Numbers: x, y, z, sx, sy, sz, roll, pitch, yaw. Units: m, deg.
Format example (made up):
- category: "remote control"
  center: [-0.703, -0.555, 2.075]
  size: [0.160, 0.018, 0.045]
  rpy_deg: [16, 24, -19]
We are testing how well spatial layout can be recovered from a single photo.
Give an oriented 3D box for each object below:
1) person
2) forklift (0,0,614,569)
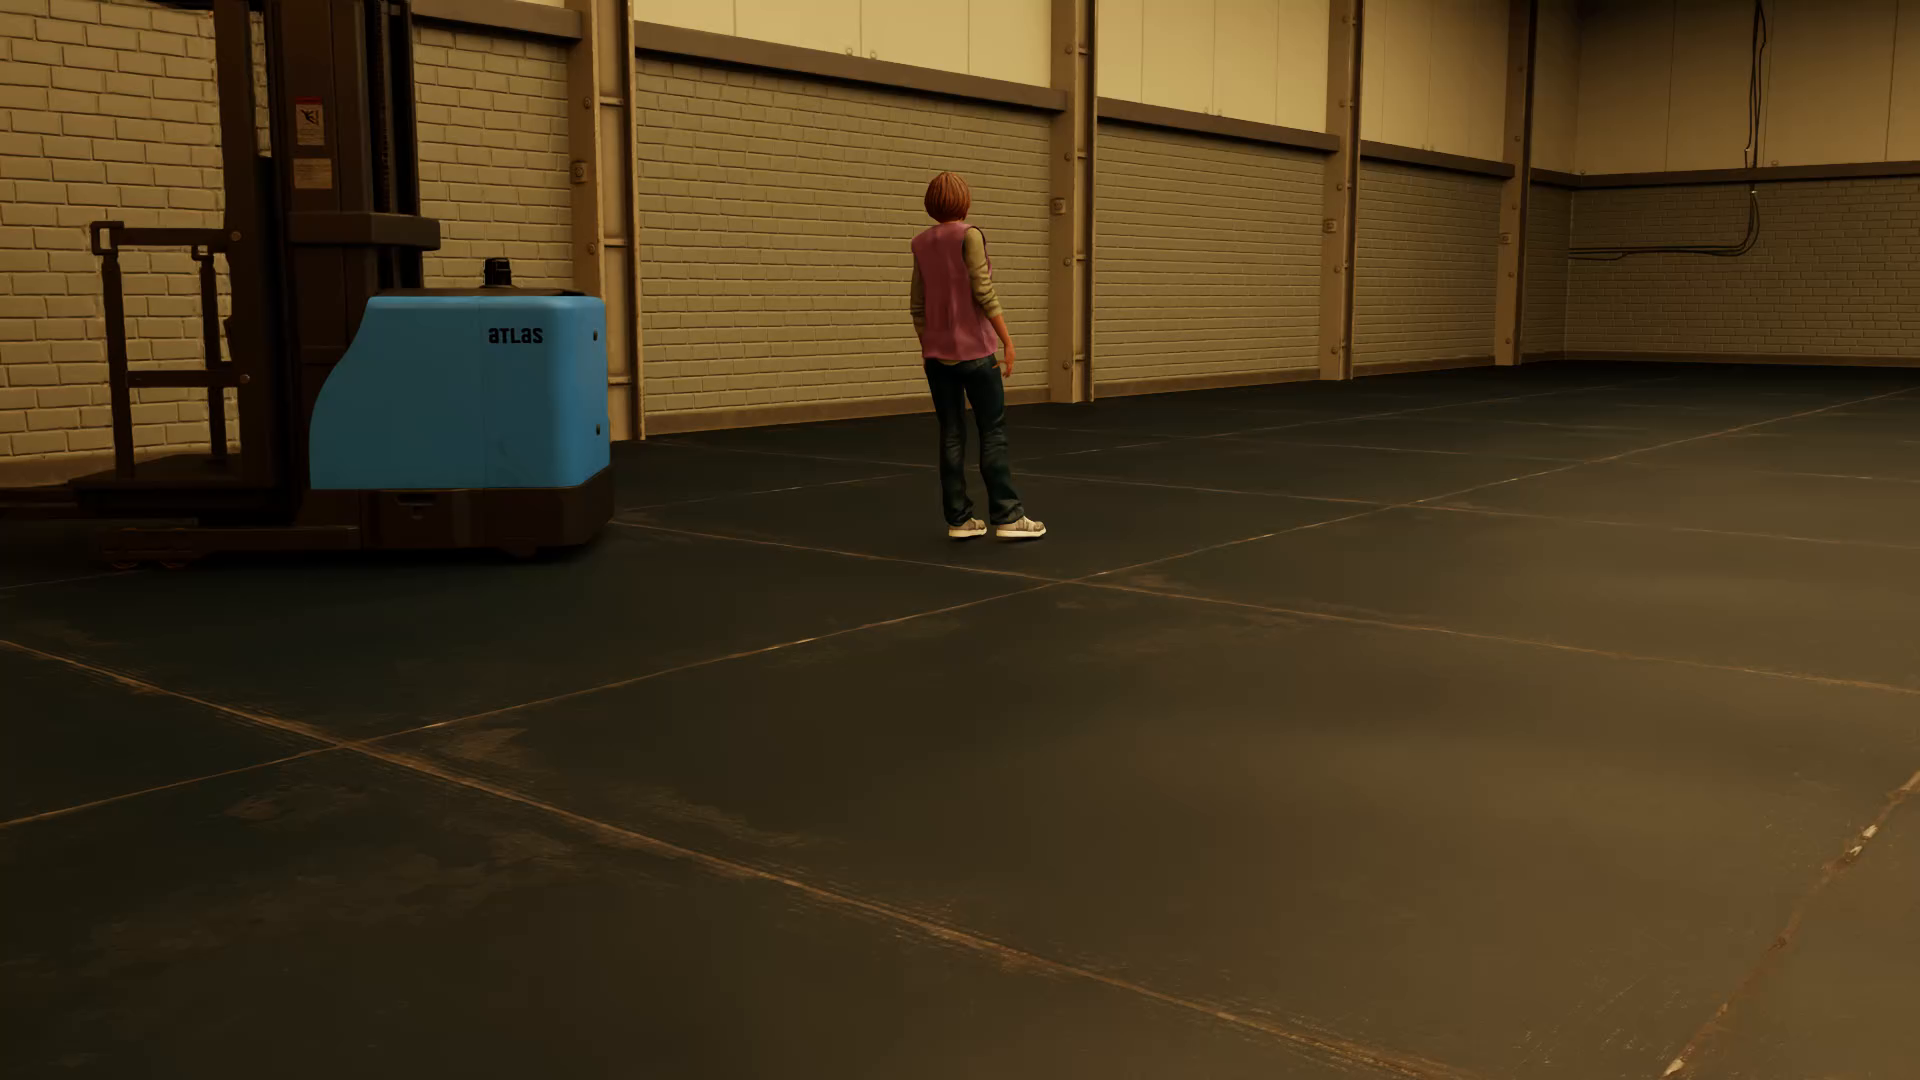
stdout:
- category: "person"
  center: [0.058, -0.804, 7.338]
  size: [0.520, 1.600, 0.472]
  rpy_deg: [7, 11, 38]
- category: "forklift"
  center: [-3.077, -1.414, 6.945]
  size: [3.031, 2.935, 1.130]
  rpy_deg: [-1, 8, -4]
